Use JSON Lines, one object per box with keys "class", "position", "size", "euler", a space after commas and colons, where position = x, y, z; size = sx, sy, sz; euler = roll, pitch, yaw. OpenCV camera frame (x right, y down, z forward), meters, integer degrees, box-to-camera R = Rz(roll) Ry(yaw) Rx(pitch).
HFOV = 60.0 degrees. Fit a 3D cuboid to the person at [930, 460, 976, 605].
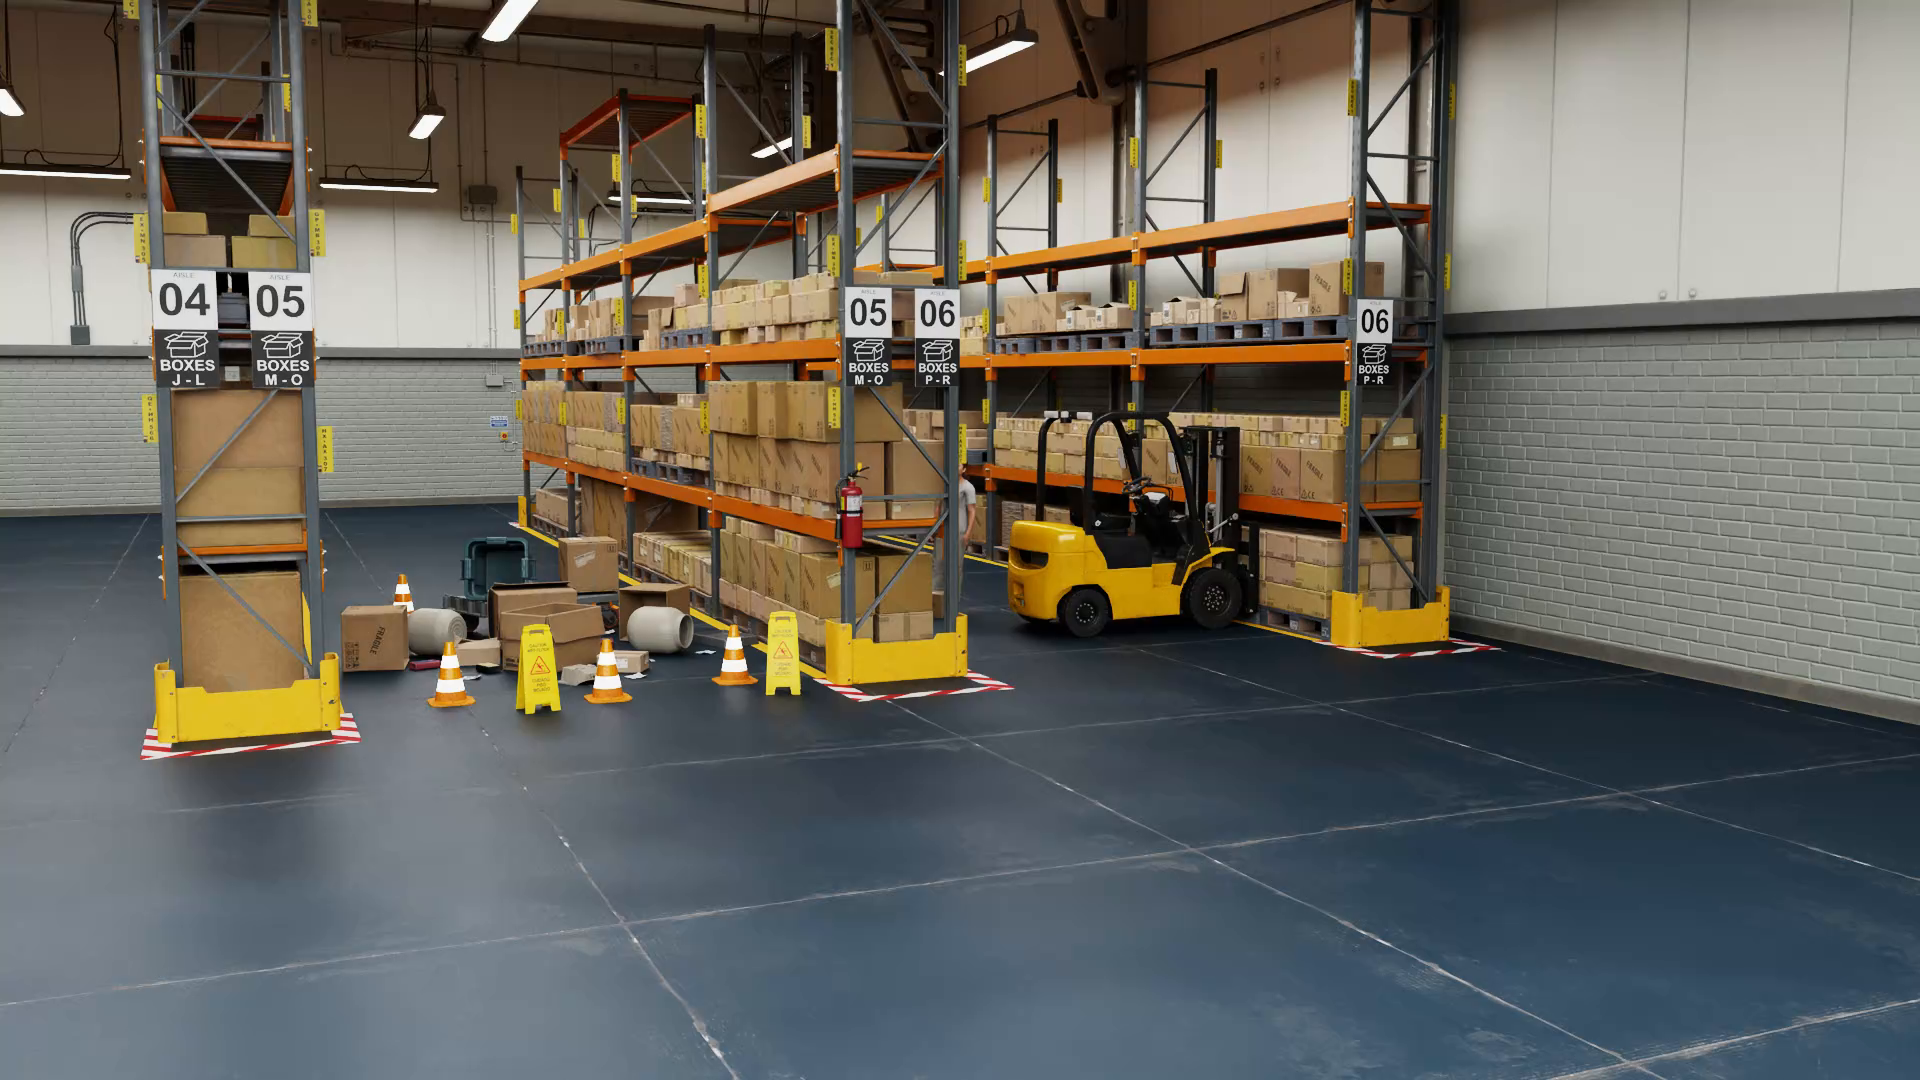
{"class": "person", "position": [-0.126, -0.062, 17.516], "size": [0.549, 1.673, 0.548], "euler": [4, 7, 37]}
